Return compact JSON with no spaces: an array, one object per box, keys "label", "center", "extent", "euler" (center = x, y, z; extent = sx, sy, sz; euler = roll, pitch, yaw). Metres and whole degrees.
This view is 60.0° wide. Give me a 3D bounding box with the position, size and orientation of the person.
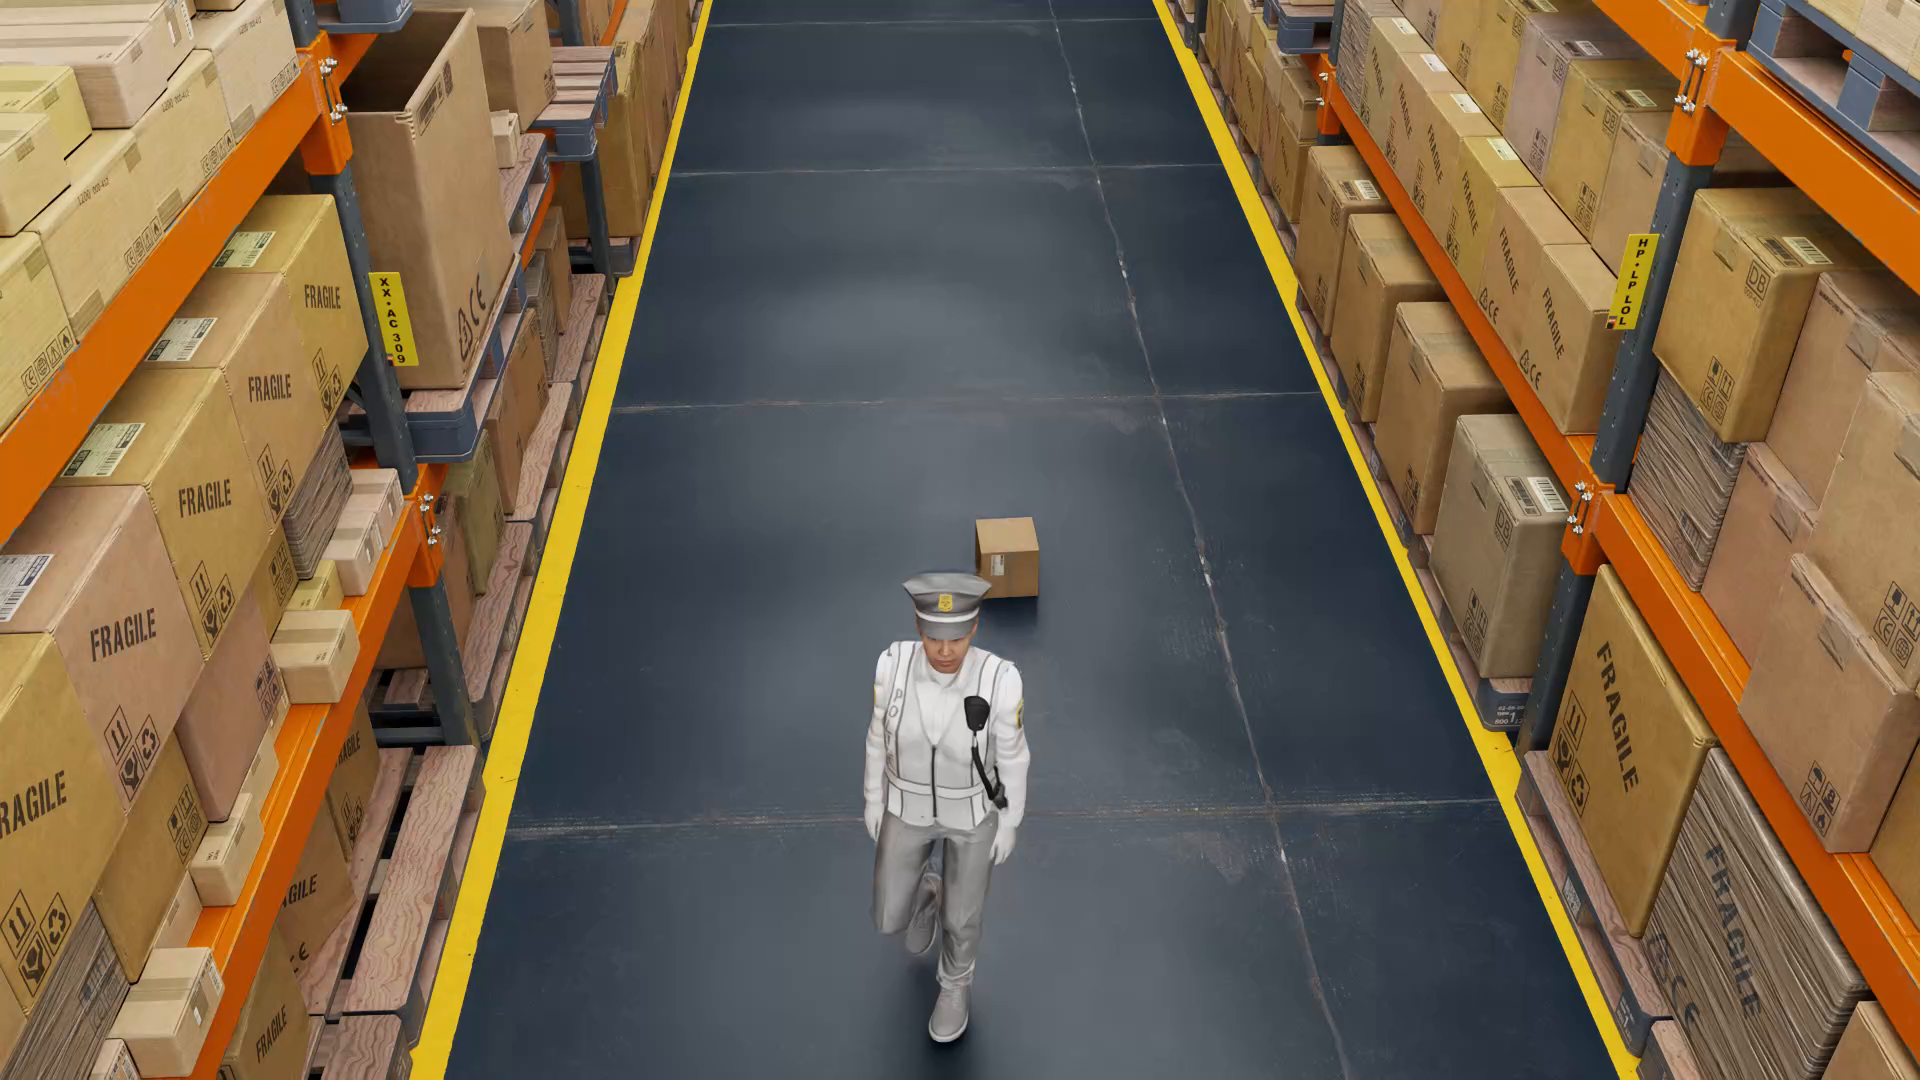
[{"label":"person","center":[-0.043,0.781,4.975],"extent":[0.499,1.682,0.468],"euler":[6,36,8]}]
